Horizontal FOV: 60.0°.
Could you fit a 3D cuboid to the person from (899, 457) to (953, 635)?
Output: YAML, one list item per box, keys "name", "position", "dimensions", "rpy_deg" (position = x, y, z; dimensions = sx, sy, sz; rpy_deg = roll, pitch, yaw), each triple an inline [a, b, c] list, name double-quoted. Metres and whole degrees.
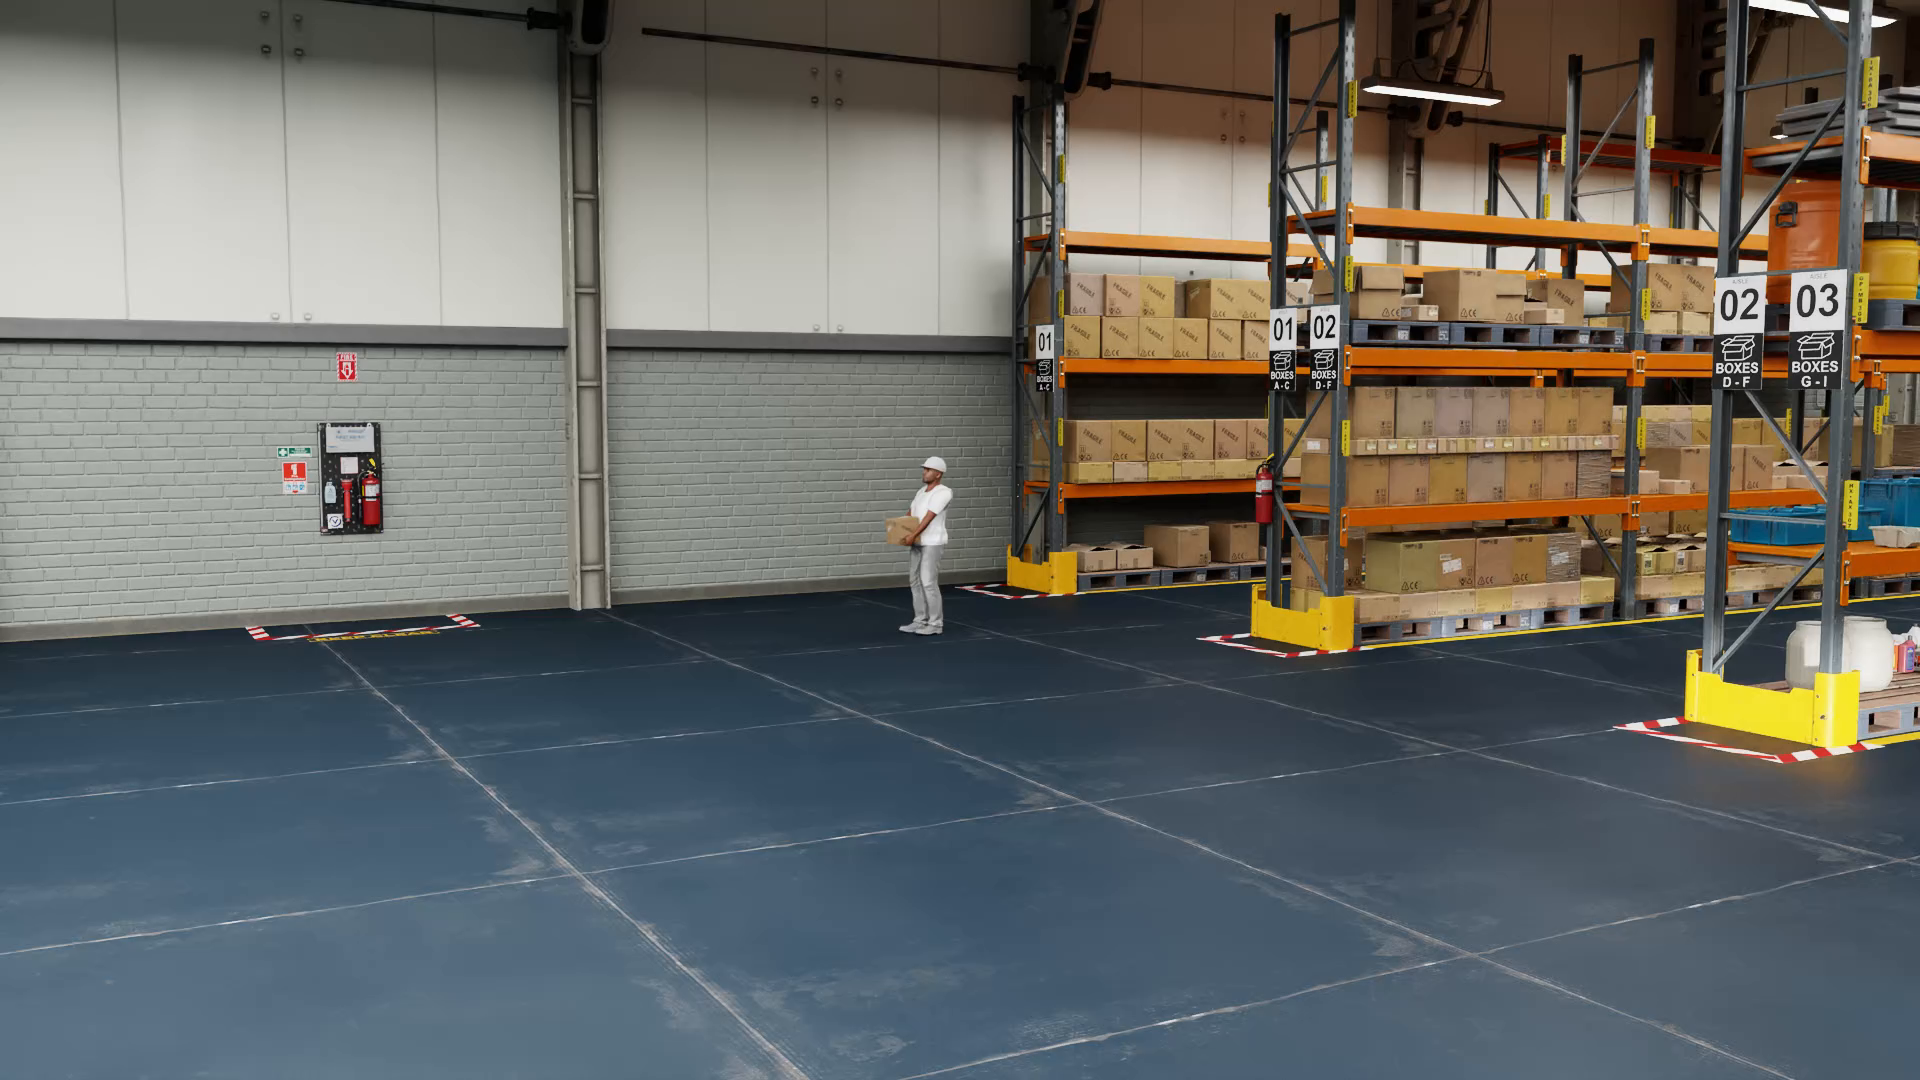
- name: "person"
  position: [-0.398, 0.055, 16.517]
  dimensions: [0.586, 1.762, 0.502]
  rpy_deg: [-3, 6, -29]
